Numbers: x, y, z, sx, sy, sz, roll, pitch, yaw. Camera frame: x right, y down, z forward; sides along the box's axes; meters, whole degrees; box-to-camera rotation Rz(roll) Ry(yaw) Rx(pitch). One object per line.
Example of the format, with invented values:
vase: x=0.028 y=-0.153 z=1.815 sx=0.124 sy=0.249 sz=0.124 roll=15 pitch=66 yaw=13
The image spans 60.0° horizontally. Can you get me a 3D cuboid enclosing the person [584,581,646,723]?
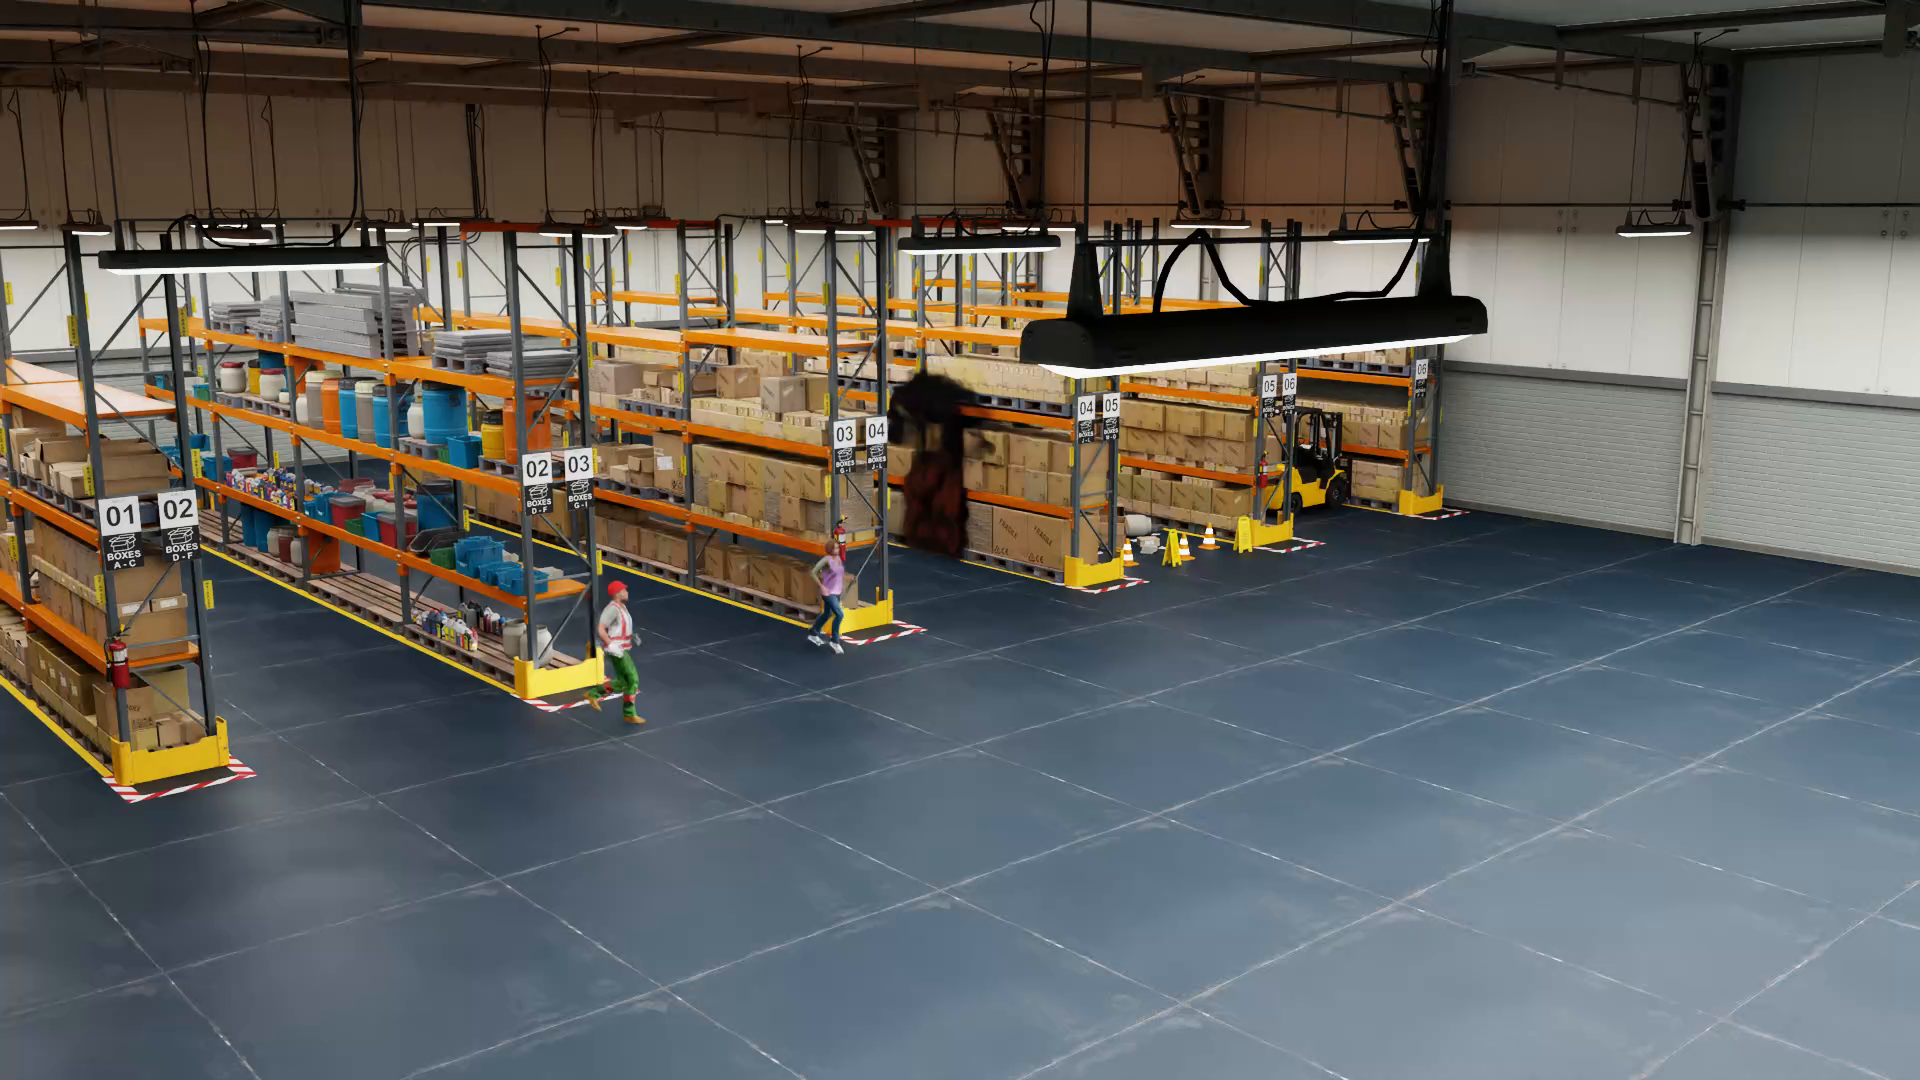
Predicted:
person: x=-4.298 y=1.389 z=20.681 sx=0.796 sy=1.773 sz=0.712 roll=0 pitch=11 yaw=1

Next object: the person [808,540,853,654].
person: x=-1.877 y=0.803 z=23.883 sx=0.721 sy=1.645 sz=0.520 roll=5 pitch=12 yaw=22

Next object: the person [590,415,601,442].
person: x=-8.354 y=-1.994 z=37.500 sx=0.555 sy=1.679 sz=0.624 roll=-7 pitch=13 yaw=-30
